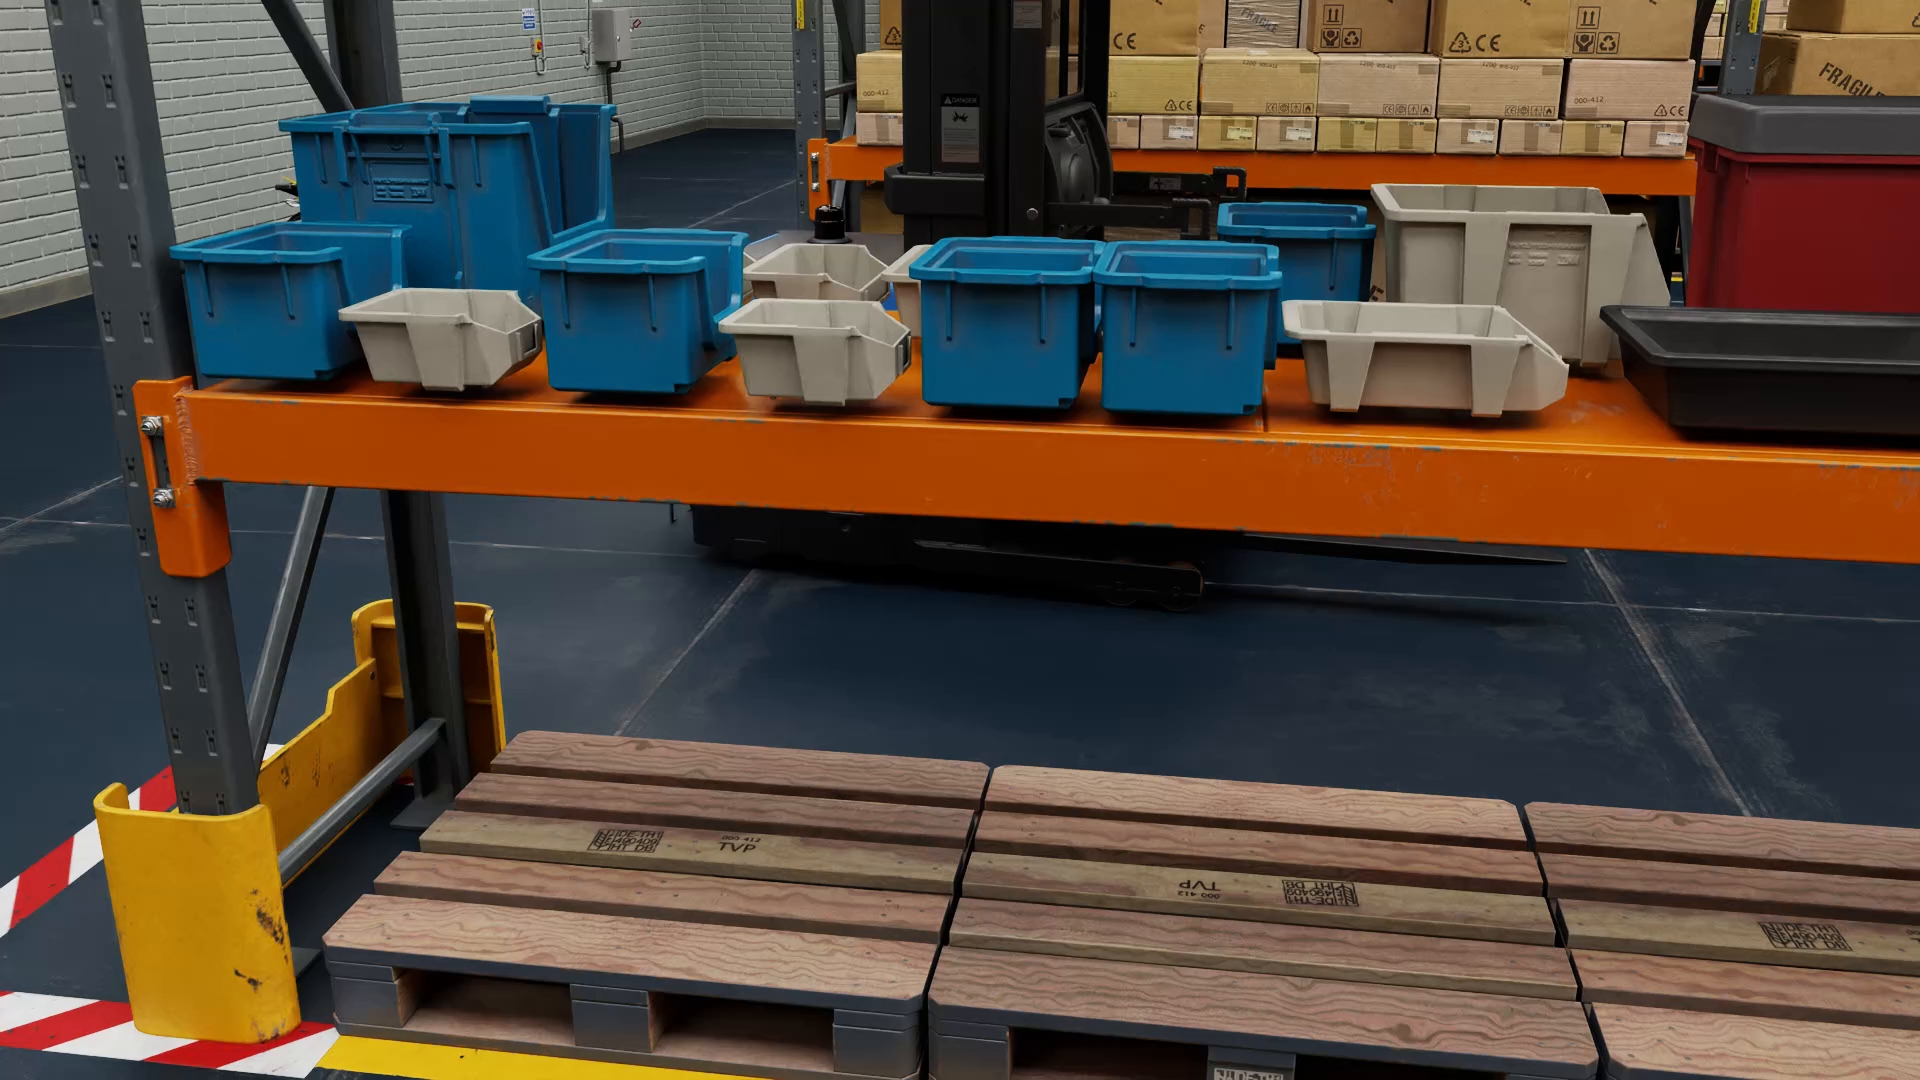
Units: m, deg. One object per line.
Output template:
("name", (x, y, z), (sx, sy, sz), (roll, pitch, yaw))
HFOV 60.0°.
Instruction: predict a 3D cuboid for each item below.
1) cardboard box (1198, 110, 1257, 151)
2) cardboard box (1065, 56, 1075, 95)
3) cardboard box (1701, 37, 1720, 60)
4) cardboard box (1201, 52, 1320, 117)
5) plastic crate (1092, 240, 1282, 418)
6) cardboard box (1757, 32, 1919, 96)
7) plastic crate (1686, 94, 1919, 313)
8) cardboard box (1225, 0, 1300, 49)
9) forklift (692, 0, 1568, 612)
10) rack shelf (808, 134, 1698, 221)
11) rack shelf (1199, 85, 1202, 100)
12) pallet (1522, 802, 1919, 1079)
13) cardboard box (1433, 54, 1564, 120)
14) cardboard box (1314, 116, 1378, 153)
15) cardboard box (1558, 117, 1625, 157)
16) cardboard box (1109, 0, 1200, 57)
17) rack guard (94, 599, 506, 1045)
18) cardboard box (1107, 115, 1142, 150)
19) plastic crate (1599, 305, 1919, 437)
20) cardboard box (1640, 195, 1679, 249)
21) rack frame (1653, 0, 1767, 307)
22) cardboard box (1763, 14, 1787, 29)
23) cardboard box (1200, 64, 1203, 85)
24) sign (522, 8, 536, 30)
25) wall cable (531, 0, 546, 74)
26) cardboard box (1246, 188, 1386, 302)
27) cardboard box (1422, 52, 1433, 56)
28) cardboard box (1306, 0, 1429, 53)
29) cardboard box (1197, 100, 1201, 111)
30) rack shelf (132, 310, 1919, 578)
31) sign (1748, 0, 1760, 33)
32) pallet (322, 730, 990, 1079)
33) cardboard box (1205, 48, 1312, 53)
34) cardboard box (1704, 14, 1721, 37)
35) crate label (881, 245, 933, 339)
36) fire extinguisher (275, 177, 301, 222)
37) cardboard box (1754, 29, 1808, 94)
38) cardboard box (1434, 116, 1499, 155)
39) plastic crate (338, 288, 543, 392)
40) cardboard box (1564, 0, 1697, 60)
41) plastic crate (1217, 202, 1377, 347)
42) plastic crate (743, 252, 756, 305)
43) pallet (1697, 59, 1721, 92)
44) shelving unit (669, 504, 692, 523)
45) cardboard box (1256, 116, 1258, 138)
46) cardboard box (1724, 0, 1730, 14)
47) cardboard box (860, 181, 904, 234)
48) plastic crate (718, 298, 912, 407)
("cardboard box", (1.200, -1.845, 7.486), (0.250, 0.149, 0.380), (2, 19, 7))
("cardboard box", (0.328, -2.100, 7.618), (0.500, 0.250, 0.500), (3, 19, 8))
("cardboard box", (5.056, -3.400, 11.472), (0.250, 0.149, 0.380), (3, 19, 9))
("cardboard box", (1.340, -2.049, 7.466), (0.500, 0.250, 0.500), (3, 19, 8))
("plastic crate", (0.385, -0.363, 2.830), (0.300, 0.233, 0.416), (3, 19, 9))
("cardboard box", (3.747, -1.907, 7.118), (0.500, 0.500, 0.500), (3, 19, 9))
("plastic crate", (1.705, -0.592, 3.149), (0.583, 0.464, 0.402), (3, 19, 9))
("cardboard box", (2.187, -3.719, 12.065), (0.500, 0.500, 0.500), (2, 19, 7))
("forklift", (0.600, -1.337, 5.680), (3.031, 2.935, 1.130), (5, 19, 15))
("rack shelf", (1.358, -1.721, 7.852), (4.000, 0.370, 1.077), (3, 19, 9))
("rack shelf", (2.244, -3.269, 12.481), (4.000, 0.370, 1.077), (3, 19, 9))
("pallet", (1.815, 0.888, 3.316), (1.213, 0.211, 1.003), (3, 19, 9))
("cardboard box", (2.344, -1.996, 7.310), (0.500, 0.250, 0.500), (3, 19, 10))
("cardboard box", (1.711, -1.819, 7.409), (0.250, 0.149, 0.380), (3, 19, 8))
("cardboard box", (2.725, -1.768, 7.255), (0.250, 0.149, 0.380), (3, 19, 10))
("cardboard box", (0.820, -2.430, 7.424), (0.500, 0.500, 0.500), (2, 19, 7))
("rack guard", (-1.428, 0.577, 3.789), (0.348, 0.500, 1.175), (3, 19, 9))
("cardboard box", (0.696, -1.871, 7.563), (0.250, 0.149, 0.380), (3, 19, 8))
("plastic crate", (1.399, -0.280, 2.751), (0.590, 0.125, 0.437), (3, 19, 9))
("cardboard box", (4.906, -2.403, 12.037), (0.500, 0.500, 0.500), (4, 19, 11))
("rack frame", (3.332, -1.961, 7.437), (0.127, 3.000, 1.000), (3, 19, 9))
("cardboard box", (5.569, -3.516, 11.350), (0.250, 0.149, 0.380), (4, 19, 11))
("cardboard box", (1.833, -3.430, 12.224), (0.250, 0.149, 0.380), (3, 19, 8))
("sign", (-4.684, -5.660, 18.065), (0.001, 0.218, 0.327), (3, 19, 9))
("wall cable", (-4.616, -6.040, 17.978), (0.123, 1.953, 0.585), (3, 19, 9))
("cardboard box", (1.805, -1.256, 8.017), (0.875, 0.875, 0.875), (3, 19, 9))
("cardboard box", (2.420, -2.163, 7.809), (0.500, 0.250, 0.500), (3, 19, 8))
("cardboard box", (1.901, -2.543, 7.761), (0.500, 0.500, 0.500), (2, 19, 7))
("cardboard box", (1.052, -2.065, 8.143), (0.250, 0.149, 0.380), (3, 19, 9))
("rack shelf", (0.572, -0.169, 3.215), (4.000, 0.370, 1.077), (3, 19, 9))
("sign", (3.246, -2.235, 6.767), (0.005, 0.325, 0.100), (3, 19, 9))
("pallet", (-0.594, 0.765, 3.683), (1.213, 0.211, 1.003), (3, 19, 9))
("cardboard box", (1.422, -2.215, 7.963), (0.500, 0.250, 0.500), (3, 19, 9))
("cardboard box", (5.046, -3.542, 11.427), (0.250, 0.149, 0.380), (3, 19, 10))
("crate label", (-0.006, -0.504, 3.404), (0.243, 0.136, 0.396), (3, 19, 9))
("fire extinguisher", (-1.479, -0.547, 3.921), (0.183, 0.674, 0.296), (3, 19, 9))
("cardboard box", (3.838, -2.071, 7.607), (0.500, 0.500, 0.500), (3, 19, 9))
("cardboard box", (2.218, -1.794, 7.332), (0.250, 0.149, 0.380), (3, 19, 10))
("plastic crate", (-0.907, -0.357, 2.962), (0.298, 0.136, 0.250), (3, 19, 9))
("cardboard box", (2.836, -2.326, 7.113), (0.500, 0.500, 0.500), (3, 19, 10))
("plastic crate", (0.666, -0.537, 3.349), (0.300, 0.233, 0.416), (3, 19, 9))
("plastic crate", (-0.569, -0.530, 3.480), (0.243, 0.136, 0.396), (3, 19, 9))
("pallet", (4.950, -3.335, 11.845), (1.213, 0.211, 1.003), (3, 19, 9))
("shelving unit", (-0.985, -0.585, 6.396), (0.252, 1.050, 0.215), (5, 19, 15))
("cardboard box", (1.554, -2.039, 8.066), (0.250, 0.149, 0.380), (2, 19, 7))
("cardboard box", (5.310, -3.669, 11.338), (0.250, 0.149, 0.380), (3, 19, 8))
("cardboard box", (0.028, -1.347, 8.288), (0.875, 0.875, 0.875), (3, 19, 9))
("plastic crate", (-0.238, -0.322, 2.860), (0.298, 0.136, 0.250), (3, 19, 9))
